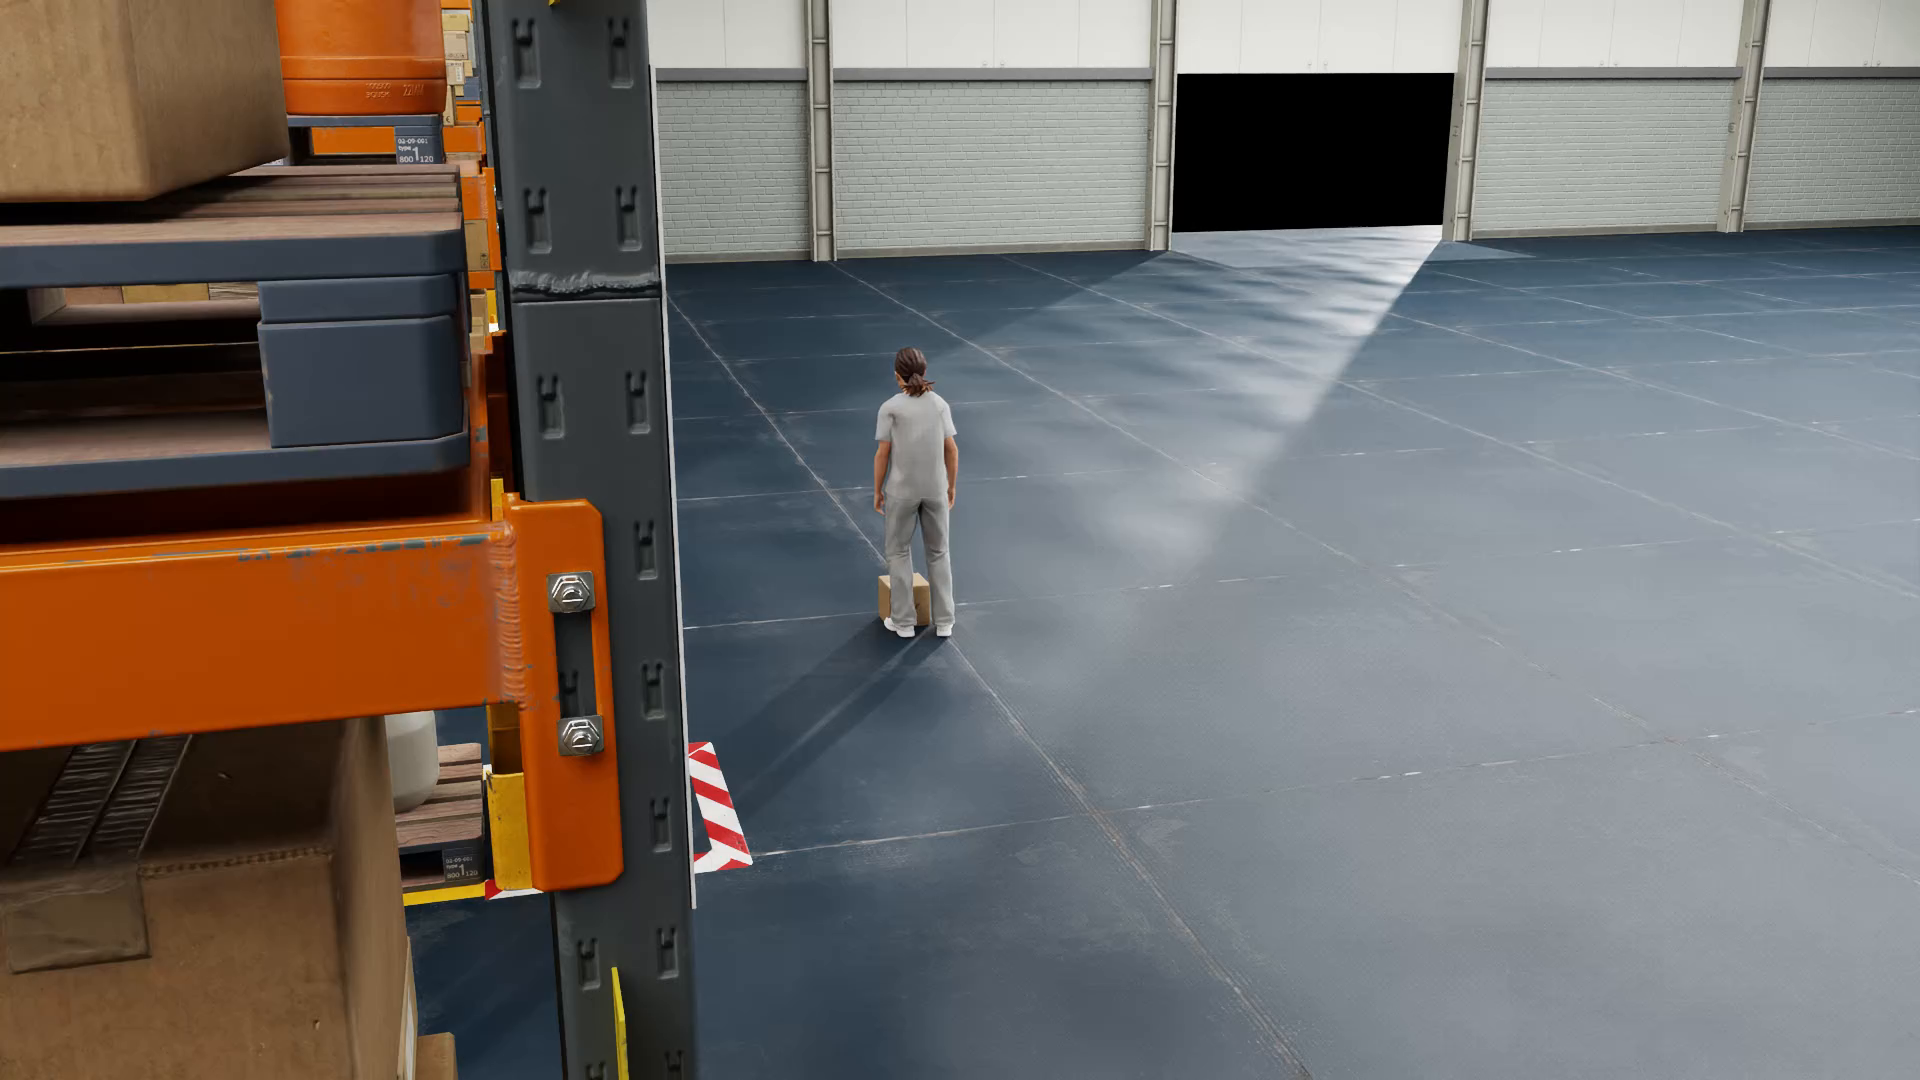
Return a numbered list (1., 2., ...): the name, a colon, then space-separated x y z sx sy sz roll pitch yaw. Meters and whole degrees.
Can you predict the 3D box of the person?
1. person: -0.258 -0.266 9.458 0.486 1.673 0.406 -4 17 -15
